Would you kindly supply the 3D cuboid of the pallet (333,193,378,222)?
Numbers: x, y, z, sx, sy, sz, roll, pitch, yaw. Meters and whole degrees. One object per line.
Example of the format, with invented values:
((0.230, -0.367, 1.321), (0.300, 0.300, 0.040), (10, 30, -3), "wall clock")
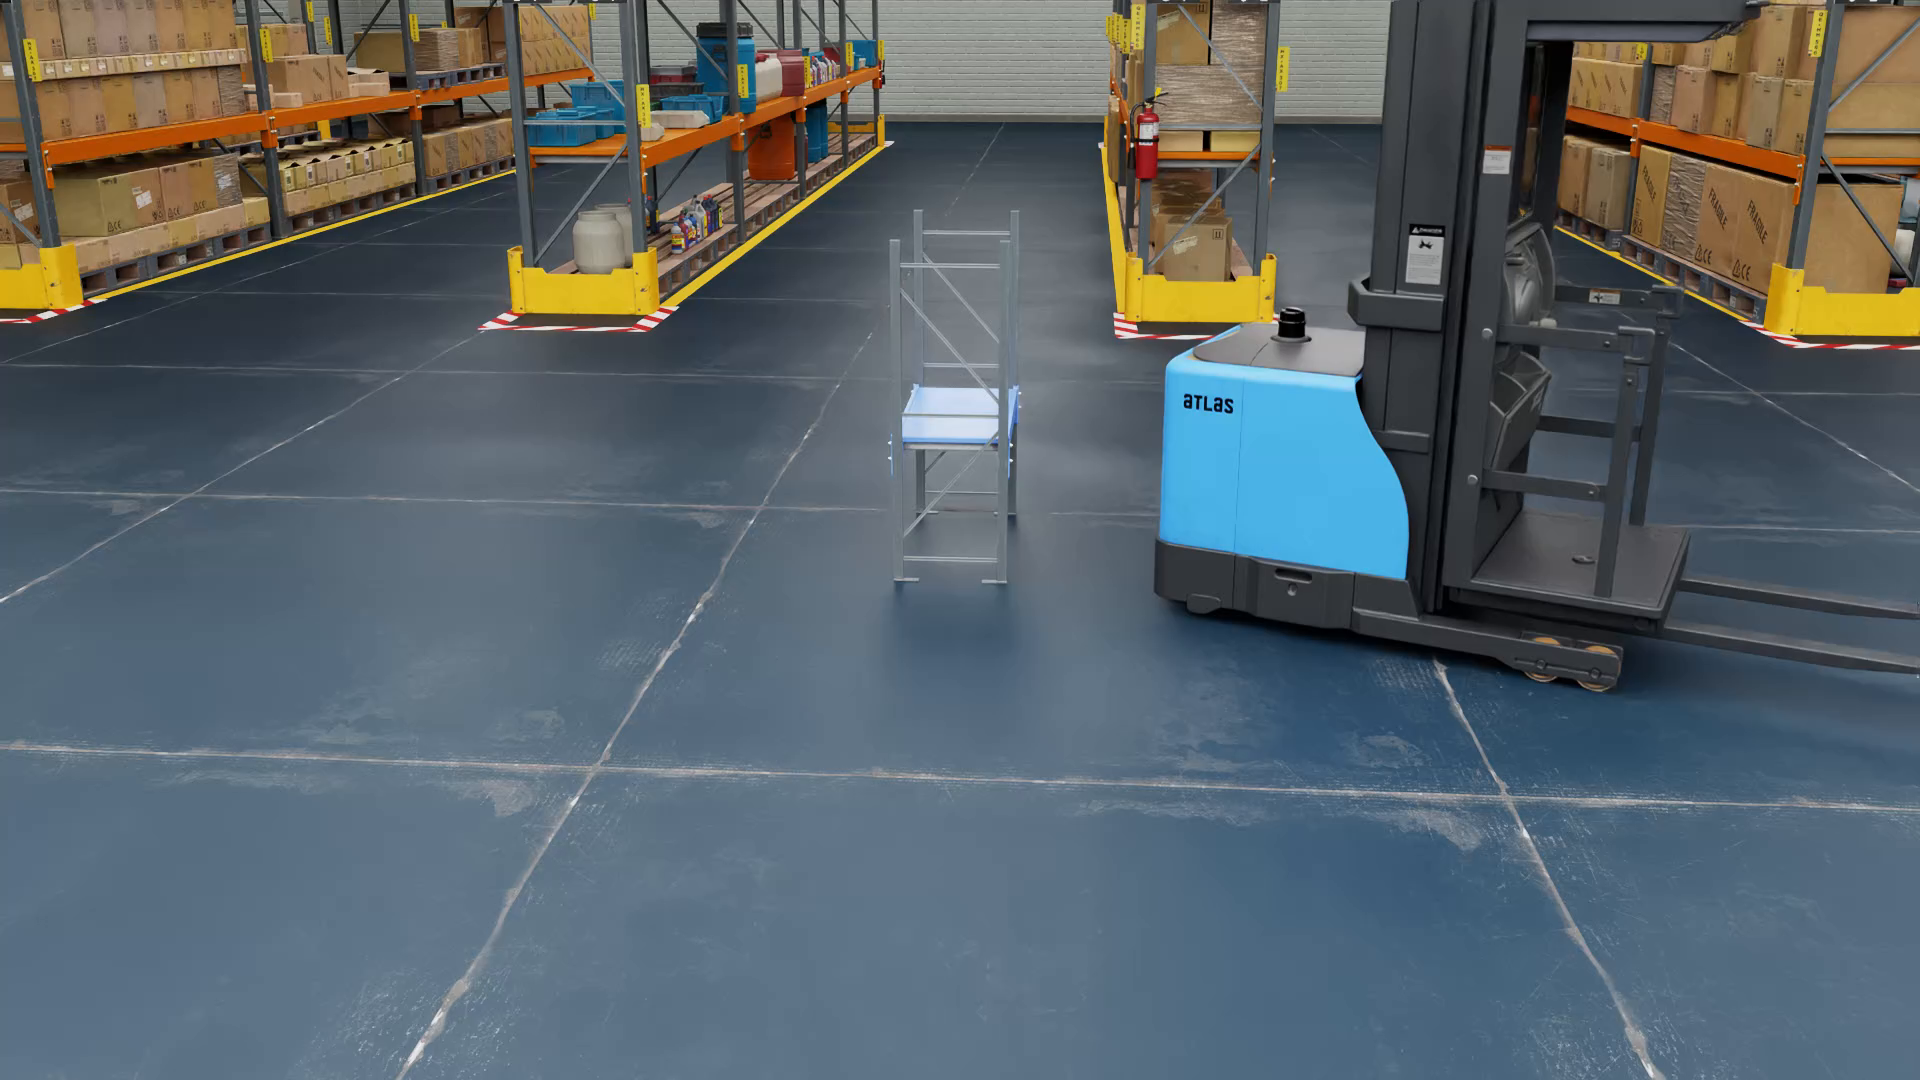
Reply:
((-7.590, -3.931, 19.582), (1.003, 0.211, 1.213), (1, 18, 4), "pallet")

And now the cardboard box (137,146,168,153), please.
((-12.034, -5.938, 24.006), (0.750, 0.750, 0.750), (2, 18, 6), "cardboard box")

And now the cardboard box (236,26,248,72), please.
((-11.943, -7.778, 26.362), (0.980, 0.700, 0.700), (1, 18, 3), "cardboard box")

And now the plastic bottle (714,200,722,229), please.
((-2.454, -3.297, 16.822), (0.061, 0.283, 0.133), (2, 18, 7), "plastic bottle")

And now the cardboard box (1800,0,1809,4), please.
((12.509, -7.857, 24.277), (0.380, 0.149, 0.250), (1, 18, 3), "cardboard box")

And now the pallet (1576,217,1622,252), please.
((7.112, -3.199, 17.346), (1.003, 0.211, 1.213), (1, 18, 4), "pallet")

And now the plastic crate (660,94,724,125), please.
((-2.557, -4.115, 15.902), (0.499, 0.251, 0.616), (1, 18, 4), "plastic crate")

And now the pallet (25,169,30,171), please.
((-12.212, -4.917, 22.589), (1.003, 0.211, 1.213), (1, 18, 4), "pallet")

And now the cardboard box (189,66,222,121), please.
((-7.746, -4.392, 16.350), (0.700, 0.500, 0.500), (1, 18, 3), "cardboard box")

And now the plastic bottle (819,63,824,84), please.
((-1.969, -6.447, 22.981), (0.152, 0.276, 0.135), (1, 18, 4), "plastic bottle")

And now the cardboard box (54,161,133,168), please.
((-8.140, -3.293, 15.693), (0.500, 0.500, 0.500), (1, 18, 4), "cardboard box")

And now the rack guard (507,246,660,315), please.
((-3.077, -2.130, 13.619), (1.175, 0.500, 0.348), (1, 18, 4), "rack guard")

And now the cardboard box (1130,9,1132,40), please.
((2.638, -6.829, 22.174), (0.797, 0.503, 0.637), (2, 18, 6), "cardboard box")

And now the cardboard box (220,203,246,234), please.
((-7.550, -3.236, 16.722), (0.500, 0.250, 0.500), (1, 18, 4), "cardboard box")

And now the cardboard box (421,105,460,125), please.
((-7.465, -6.054, 23.684), (0.500, 0.250, 0.500), (1, 18, 4), "cardboard box")

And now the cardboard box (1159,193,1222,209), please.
((2.124, -2.940, 15.419), (0.500, 0.500, 0.500), (0, 18, -1), "cardboard box")

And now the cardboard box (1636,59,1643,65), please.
((7.161, -4.959, 16.475), (0.700, 0.500, 0.500), (1, 18, 3), "cardboard box")

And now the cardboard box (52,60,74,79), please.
((-7.716, -3.959, 13.987), (0.380, 0.149, 0.250), (1, 18, 2), "cardboard box")

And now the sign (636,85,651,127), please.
((-2.487, -3.411, 13.070), (0.100, 0.325, 0.005), (1, 18, 4), "sign")

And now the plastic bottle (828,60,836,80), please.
((-1.881, -6.831, 24.153), (0.152, 0.276, 0.135), (1, 18, 4), "plastic bottle")

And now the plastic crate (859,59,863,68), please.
((-1.801, -7.818, 27.293), (0.396, 0.136, 0.243), (1, 18, 4), "plastic crate")

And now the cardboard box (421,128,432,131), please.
((-7.532, -5.367, 22.792), (0.500, 0.500, 0.500), (1, 18, 2), "cardboard box")

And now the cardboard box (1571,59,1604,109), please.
((7.009, -4.970, 18.112), (0.500, 0.500, 0.500), (1, 18, 3), "cardboard box")

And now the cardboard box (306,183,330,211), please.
((-7.375, -3.818, 18.500), (0.500, 0.250, 0.500), (2, 18, 5), "cardboard box")

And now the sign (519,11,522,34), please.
((-6.561, -7.670, 24.655), (0.100, 0.325, 0.005), (1, 18, 4), "sign")

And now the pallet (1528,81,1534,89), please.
((7.520, -6.049, 21.875), (1.003, 0.211, 1.213), (1, 18, 4), "pallet")

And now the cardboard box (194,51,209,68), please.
((-7.548, -4.674, 16.167), (0.380, 0.149, 0.250), (1, 18, 4), "cardboard box")

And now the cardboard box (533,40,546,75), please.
((-6.773, -7.490, 25.804), (0.500, 0.500, 0.500), (2, 18, 5), "cardboard box")

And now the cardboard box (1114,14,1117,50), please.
((2.532, -7.484, 24.506), (0.500, 0.500, 0.500), (2, 18, 5), "cardboard box")

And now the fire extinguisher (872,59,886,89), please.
((-1.424, -8.085, 28.502), (0.296, 0.674, 0.183), (1, 18, 4), "fire extinguisher")

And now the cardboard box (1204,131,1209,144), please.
((2.230, -3.379, 13.820), (0.380, 0.149, 0.250), (1, 18, 4), "cardboard box")

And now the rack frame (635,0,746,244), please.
((-2.748, -4.535, 16.946), (1.000, 3.000, 0.127), (1, 18, 4), "rack frame")

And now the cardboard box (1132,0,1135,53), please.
((1.872, -4.799, 15.508), (0.500, 0.500, 0.500), (1, 18, 4), "cardboard box")

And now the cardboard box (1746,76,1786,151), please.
((6.844, -3.399, 13.238), (0.875, 0.550, 0.550), (1, 18, 4), "cardboard box")

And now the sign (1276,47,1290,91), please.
((2.446, -3.582, 12.646), (0.100, 0.325, 0.005), (1, 18, 4), "sign")

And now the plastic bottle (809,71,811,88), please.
((-2.003, -6.105, 21.925), (0.061, 0.283, 0.133), (1, 18, 4), "plastic bottle")

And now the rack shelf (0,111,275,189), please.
((-7.832, -3.684, 15.504), (1.077, 0.370, 4.000), (1, 18, 4), "rack shelf")

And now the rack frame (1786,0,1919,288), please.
((6.845, -3.040, 12.384), (1.000, 3.000, 0.127), (1, 18, 4), "rack frame")

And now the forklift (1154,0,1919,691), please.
((2.366, -1.017, 6.320), (3.031, 2.935, 1.130), (9, 20, 26), "forklift")

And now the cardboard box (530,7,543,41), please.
((-6.764, -7.954, 25.615), (0.500, 0.500, 0.500), (1, 18, 2), "cardboard box")

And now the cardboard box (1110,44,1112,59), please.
((2.748, -8.079, 27.523), (0.500, 0.250, 0.500), (1, 18, 2), "cardboard box")

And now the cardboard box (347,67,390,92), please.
((-7.472, -5.735, 20.751), (0.500, 0.311, 0.500), (2, 18, 7), "cardboard box")

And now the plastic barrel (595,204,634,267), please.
((-3.028, -2.672, 14.581), (0.421, 0.512, 0.421), (0, 18, 0), "plastic barrel")

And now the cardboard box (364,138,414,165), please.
((-7.194, -4.880, 20.841), (0.500, 0.311, 0.500), (2, 18, 5), "cardboard box")

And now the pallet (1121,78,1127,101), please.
((2.534, -5.352, 19.747), (1.213, 0.211, 1.003), (1, 18, 4), "pallet")

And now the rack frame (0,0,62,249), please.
((-7.975, -3.405, 13.496), (1.000, 3.000, 0.127), (1, 18, 4), "rack frame")

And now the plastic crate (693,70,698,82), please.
((-2.980, -4.877, 18.015), (0.392, 0.384, 0.575), (1, 18, 4), "plastic crate")

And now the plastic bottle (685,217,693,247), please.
((-2.563, -2.899, 15.628), (0.097, 0.271, 0.097), (0, 18, 0), "plastic bottle")

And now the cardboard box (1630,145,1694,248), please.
((7.017, -3.279, 15.849), (0.875, 0.875, 0.875), (2, 18, 5), "cardboard box")

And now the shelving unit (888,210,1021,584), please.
((-0.006, -0.686, 7.609), (0.538, 1.500, 1.048), (1, 18, 4), "shelving unit")

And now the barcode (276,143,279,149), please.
((-7.255, -4.194, 17.672), (0.001, 0.075, 0.075), (1, 18, 4), "barcode")
